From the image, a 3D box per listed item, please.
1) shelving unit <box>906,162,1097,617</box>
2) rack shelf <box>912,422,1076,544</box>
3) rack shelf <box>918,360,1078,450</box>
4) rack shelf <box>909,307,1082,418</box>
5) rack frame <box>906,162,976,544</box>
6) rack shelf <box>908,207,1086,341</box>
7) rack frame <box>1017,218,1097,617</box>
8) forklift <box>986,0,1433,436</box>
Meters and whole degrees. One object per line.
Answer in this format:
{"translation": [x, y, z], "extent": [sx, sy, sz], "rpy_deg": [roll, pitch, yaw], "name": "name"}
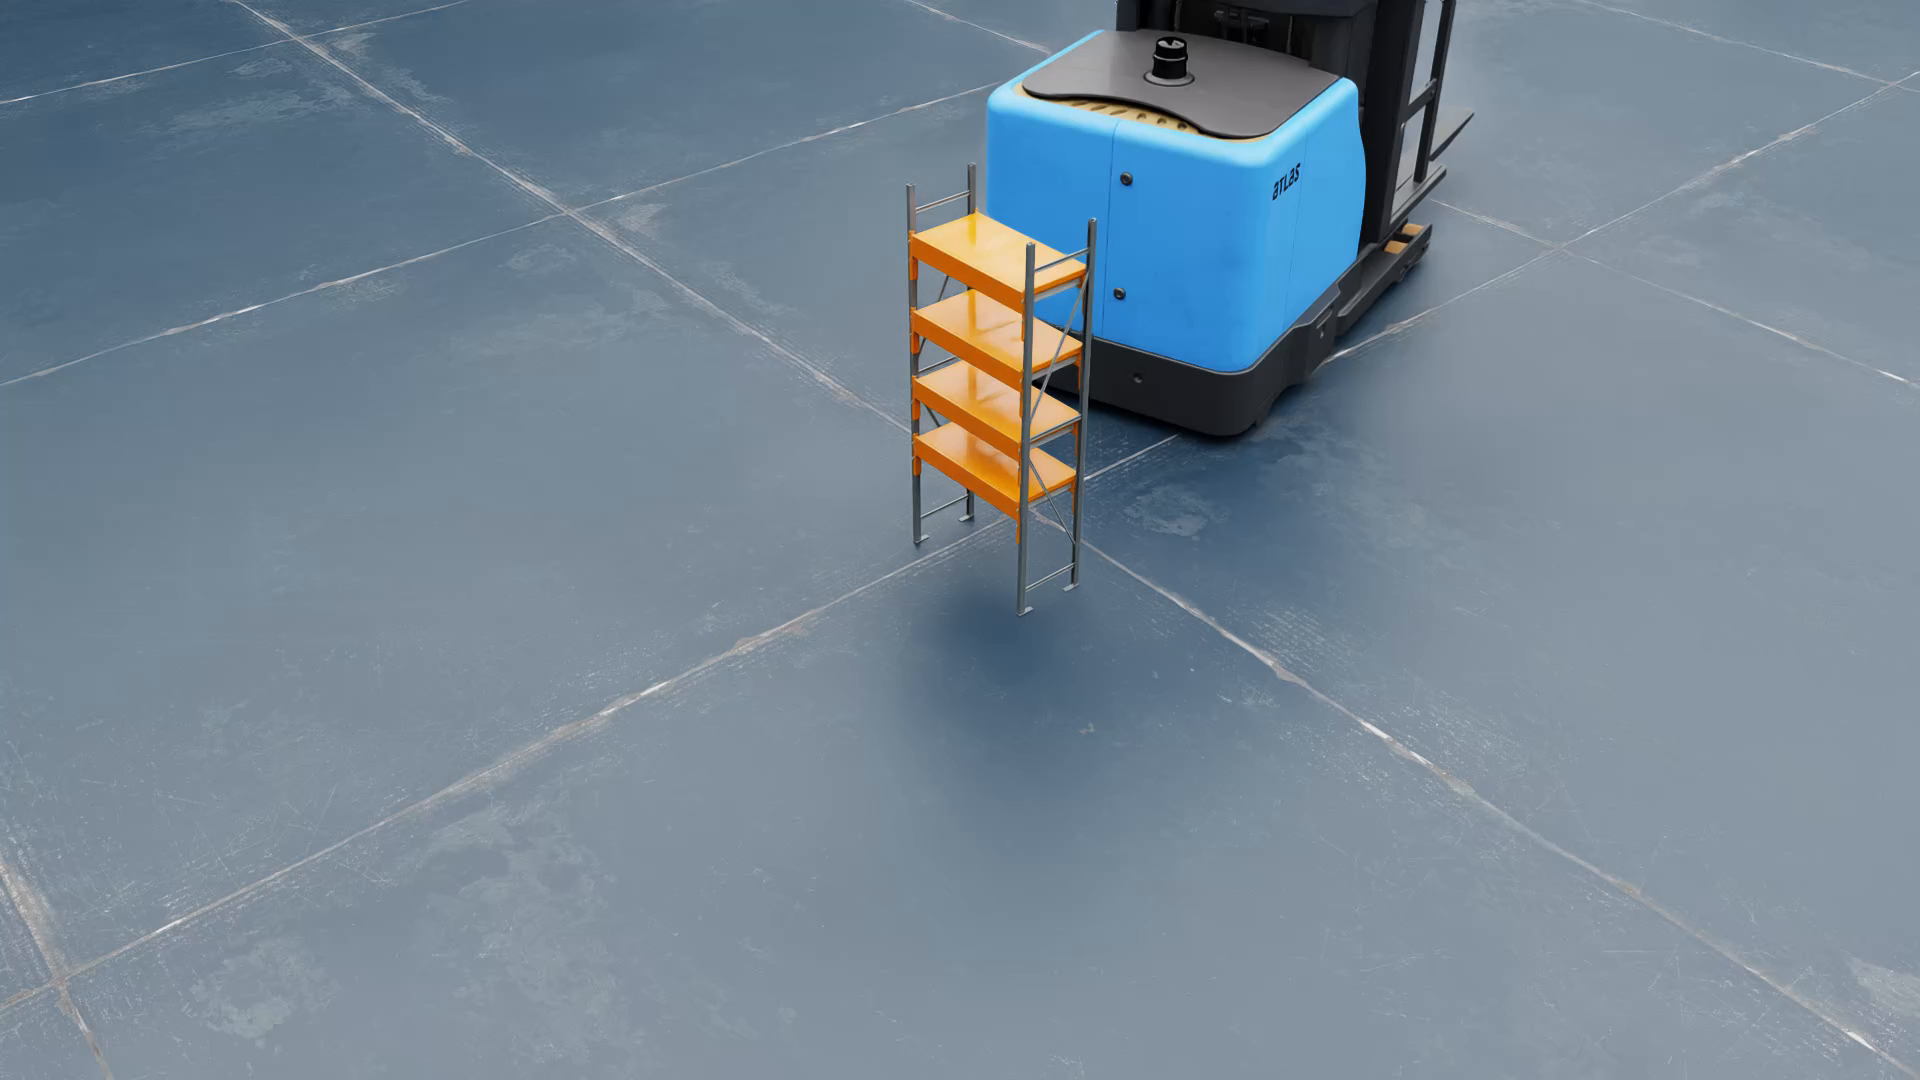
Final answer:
{"translation": [0.107, -0.417, 4.800], "extent": [0.258, 1.200, 0.503], "rpy_deg": [-26, 43, -32], "name": "shelving unit"}
{"translation": [0.107, -0.200, 4.954], "extent": [0.258, 0.148, 0.480], "rpy_deg": [-26, 43, -32], "name": "rack shelf"}
{"translation": [0.107, -0.394, 4.816], "extent": [0.221, 0.050, 0.457], "rpy_deg": [-26, 43, -32], "name": "rack shelf"}
{"translation": [0.107, -0.544, 4.710], "extent": [0.258, 0.148, 0.480], "rpy_deg": [-26, 43, -32], "name": "rack shelf"}
{"translation": [-0.051, -0.524, 4.952], "extent": [0.240, 1.200, 0.015], "rpy_deg": [-26, 43, -32], "name": "rack frame"}
{"translation": [0.107, -0.737, 4.573], "extent": [0.258, 0.148, 0.480], "rpy_deg": [-26, 43, -32], "name": "rack shelf"}
{"translation": [0.264, -0.309, 4.648], "extent": [0.240, 1.200, 0.015], "rpy_deg": [-26, 43, -32], "name": "rack frame"}
{"translation": [0.993, -2.073, 5.696], "extent": [1.129, 2.867, 1.939], "rpy_deg": [20, 40, 26], "name": "forklift"}
